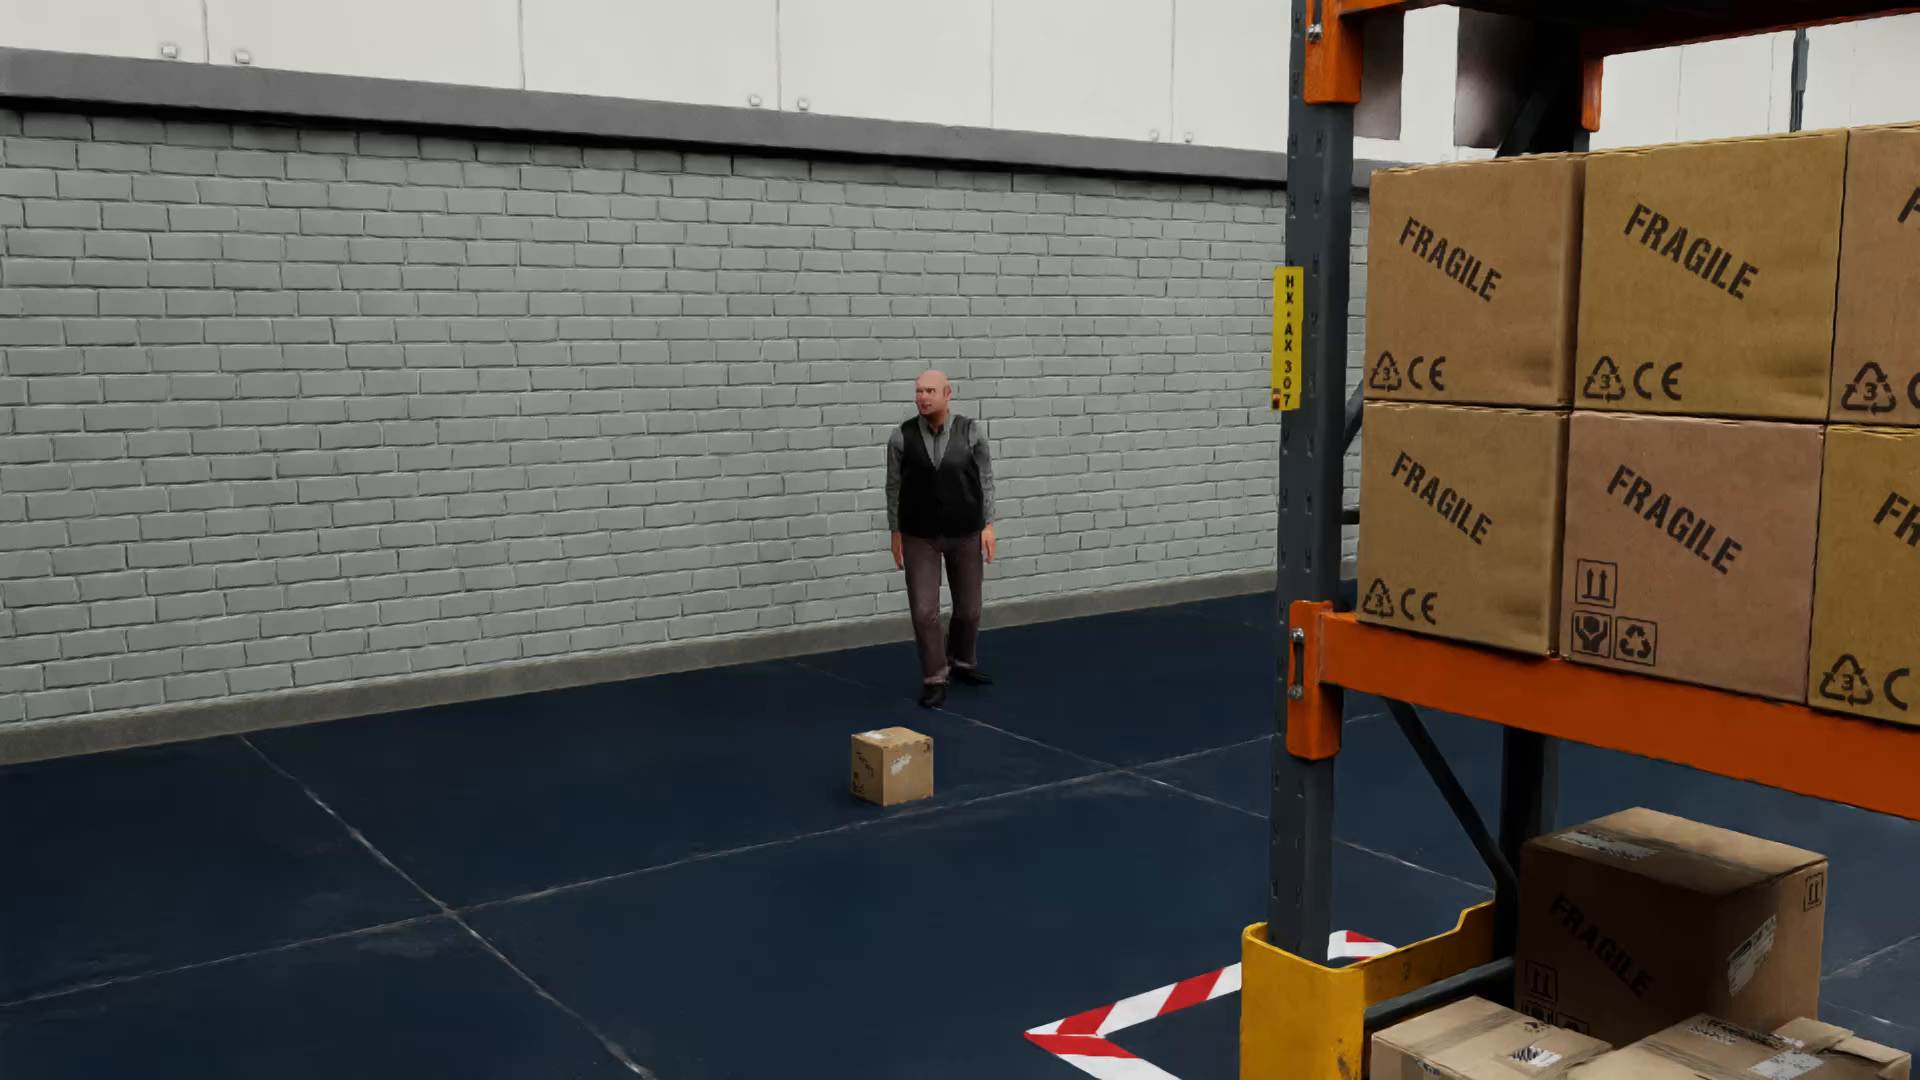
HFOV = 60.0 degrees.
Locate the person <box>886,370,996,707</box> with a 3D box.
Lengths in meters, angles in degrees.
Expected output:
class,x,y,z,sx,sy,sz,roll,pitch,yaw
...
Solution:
class,x,y,z,sx,sy,sz,roll,pitch,yaw
person,-0.099,-0.024,8.580,0.567,1.709,0.557,0,8,-1
